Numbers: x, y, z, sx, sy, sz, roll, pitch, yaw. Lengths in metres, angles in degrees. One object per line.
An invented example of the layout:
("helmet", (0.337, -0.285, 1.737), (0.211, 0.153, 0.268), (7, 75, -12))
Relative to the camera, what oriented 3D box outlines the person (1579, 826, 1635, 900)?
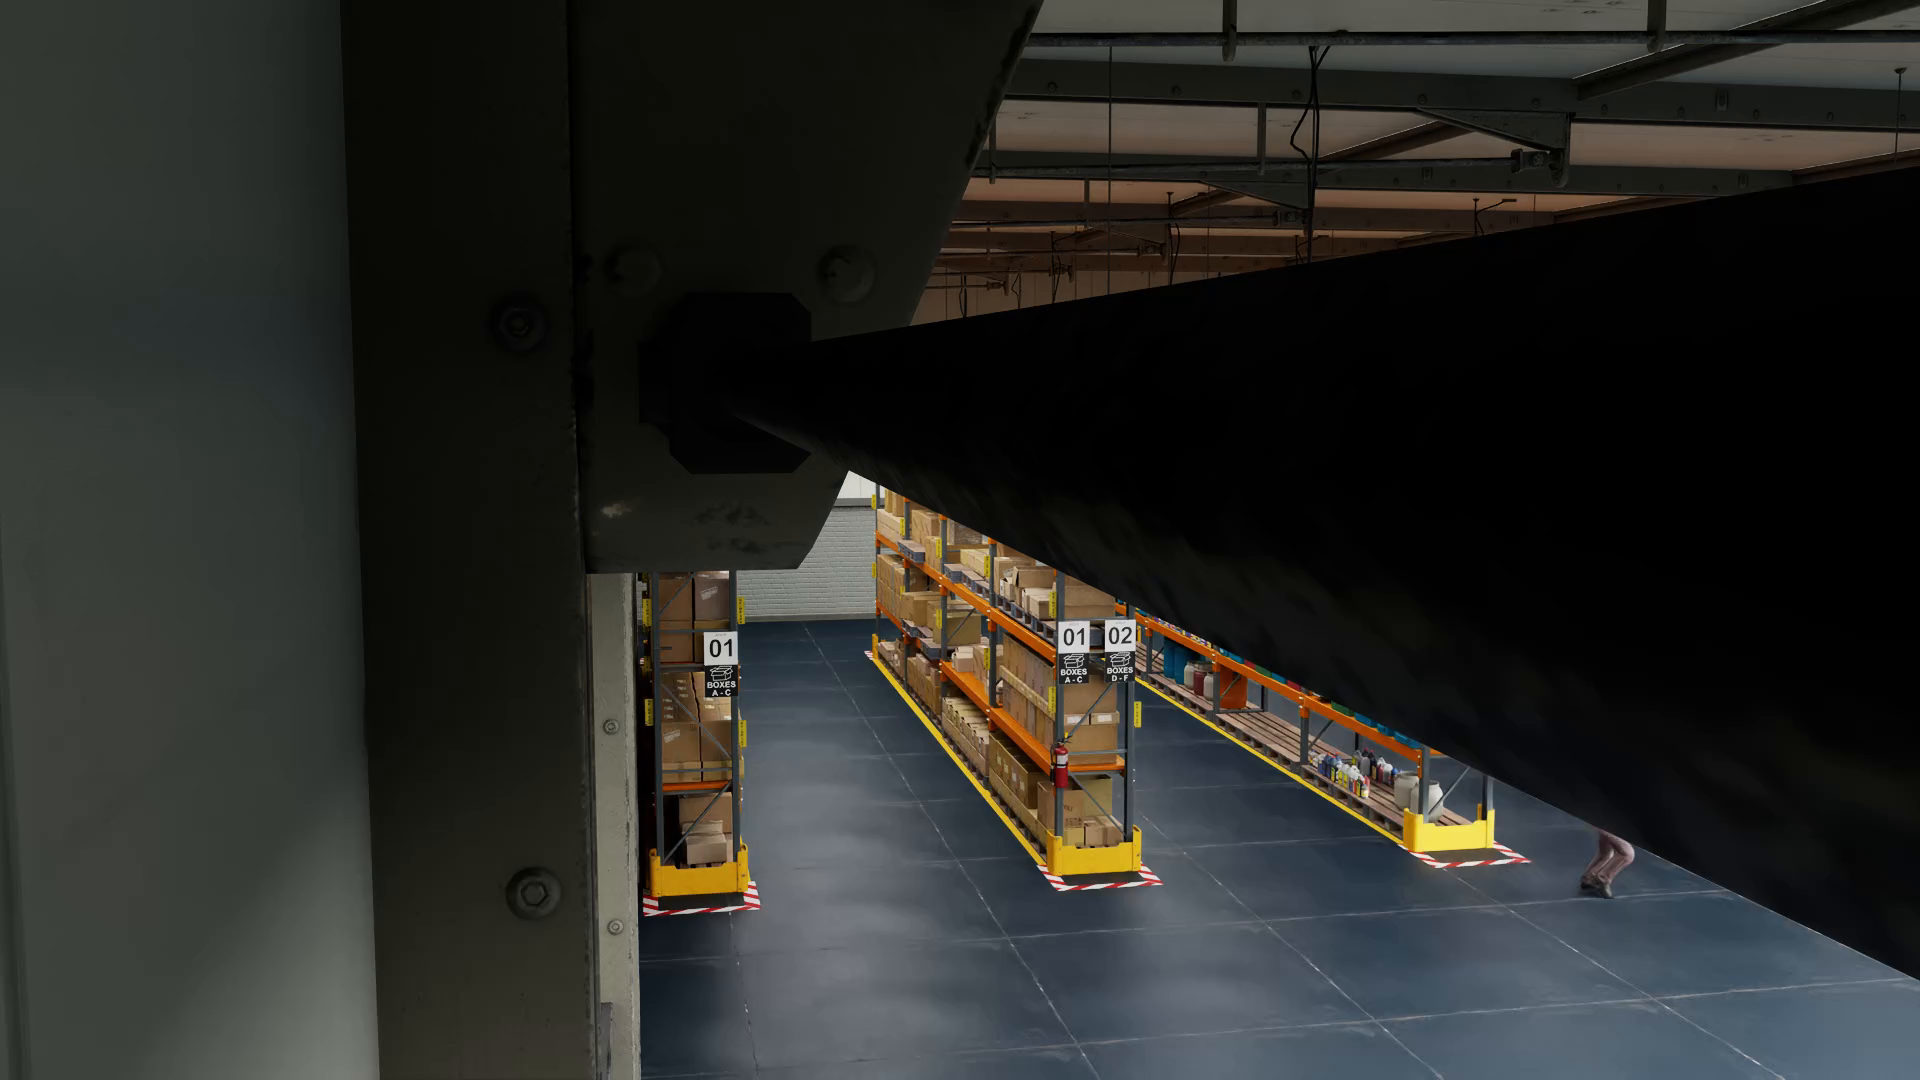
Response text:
("person", (7.834, 3.434, 19.979), (0.696, 1.717, 0.638), (3, 6, 25))
